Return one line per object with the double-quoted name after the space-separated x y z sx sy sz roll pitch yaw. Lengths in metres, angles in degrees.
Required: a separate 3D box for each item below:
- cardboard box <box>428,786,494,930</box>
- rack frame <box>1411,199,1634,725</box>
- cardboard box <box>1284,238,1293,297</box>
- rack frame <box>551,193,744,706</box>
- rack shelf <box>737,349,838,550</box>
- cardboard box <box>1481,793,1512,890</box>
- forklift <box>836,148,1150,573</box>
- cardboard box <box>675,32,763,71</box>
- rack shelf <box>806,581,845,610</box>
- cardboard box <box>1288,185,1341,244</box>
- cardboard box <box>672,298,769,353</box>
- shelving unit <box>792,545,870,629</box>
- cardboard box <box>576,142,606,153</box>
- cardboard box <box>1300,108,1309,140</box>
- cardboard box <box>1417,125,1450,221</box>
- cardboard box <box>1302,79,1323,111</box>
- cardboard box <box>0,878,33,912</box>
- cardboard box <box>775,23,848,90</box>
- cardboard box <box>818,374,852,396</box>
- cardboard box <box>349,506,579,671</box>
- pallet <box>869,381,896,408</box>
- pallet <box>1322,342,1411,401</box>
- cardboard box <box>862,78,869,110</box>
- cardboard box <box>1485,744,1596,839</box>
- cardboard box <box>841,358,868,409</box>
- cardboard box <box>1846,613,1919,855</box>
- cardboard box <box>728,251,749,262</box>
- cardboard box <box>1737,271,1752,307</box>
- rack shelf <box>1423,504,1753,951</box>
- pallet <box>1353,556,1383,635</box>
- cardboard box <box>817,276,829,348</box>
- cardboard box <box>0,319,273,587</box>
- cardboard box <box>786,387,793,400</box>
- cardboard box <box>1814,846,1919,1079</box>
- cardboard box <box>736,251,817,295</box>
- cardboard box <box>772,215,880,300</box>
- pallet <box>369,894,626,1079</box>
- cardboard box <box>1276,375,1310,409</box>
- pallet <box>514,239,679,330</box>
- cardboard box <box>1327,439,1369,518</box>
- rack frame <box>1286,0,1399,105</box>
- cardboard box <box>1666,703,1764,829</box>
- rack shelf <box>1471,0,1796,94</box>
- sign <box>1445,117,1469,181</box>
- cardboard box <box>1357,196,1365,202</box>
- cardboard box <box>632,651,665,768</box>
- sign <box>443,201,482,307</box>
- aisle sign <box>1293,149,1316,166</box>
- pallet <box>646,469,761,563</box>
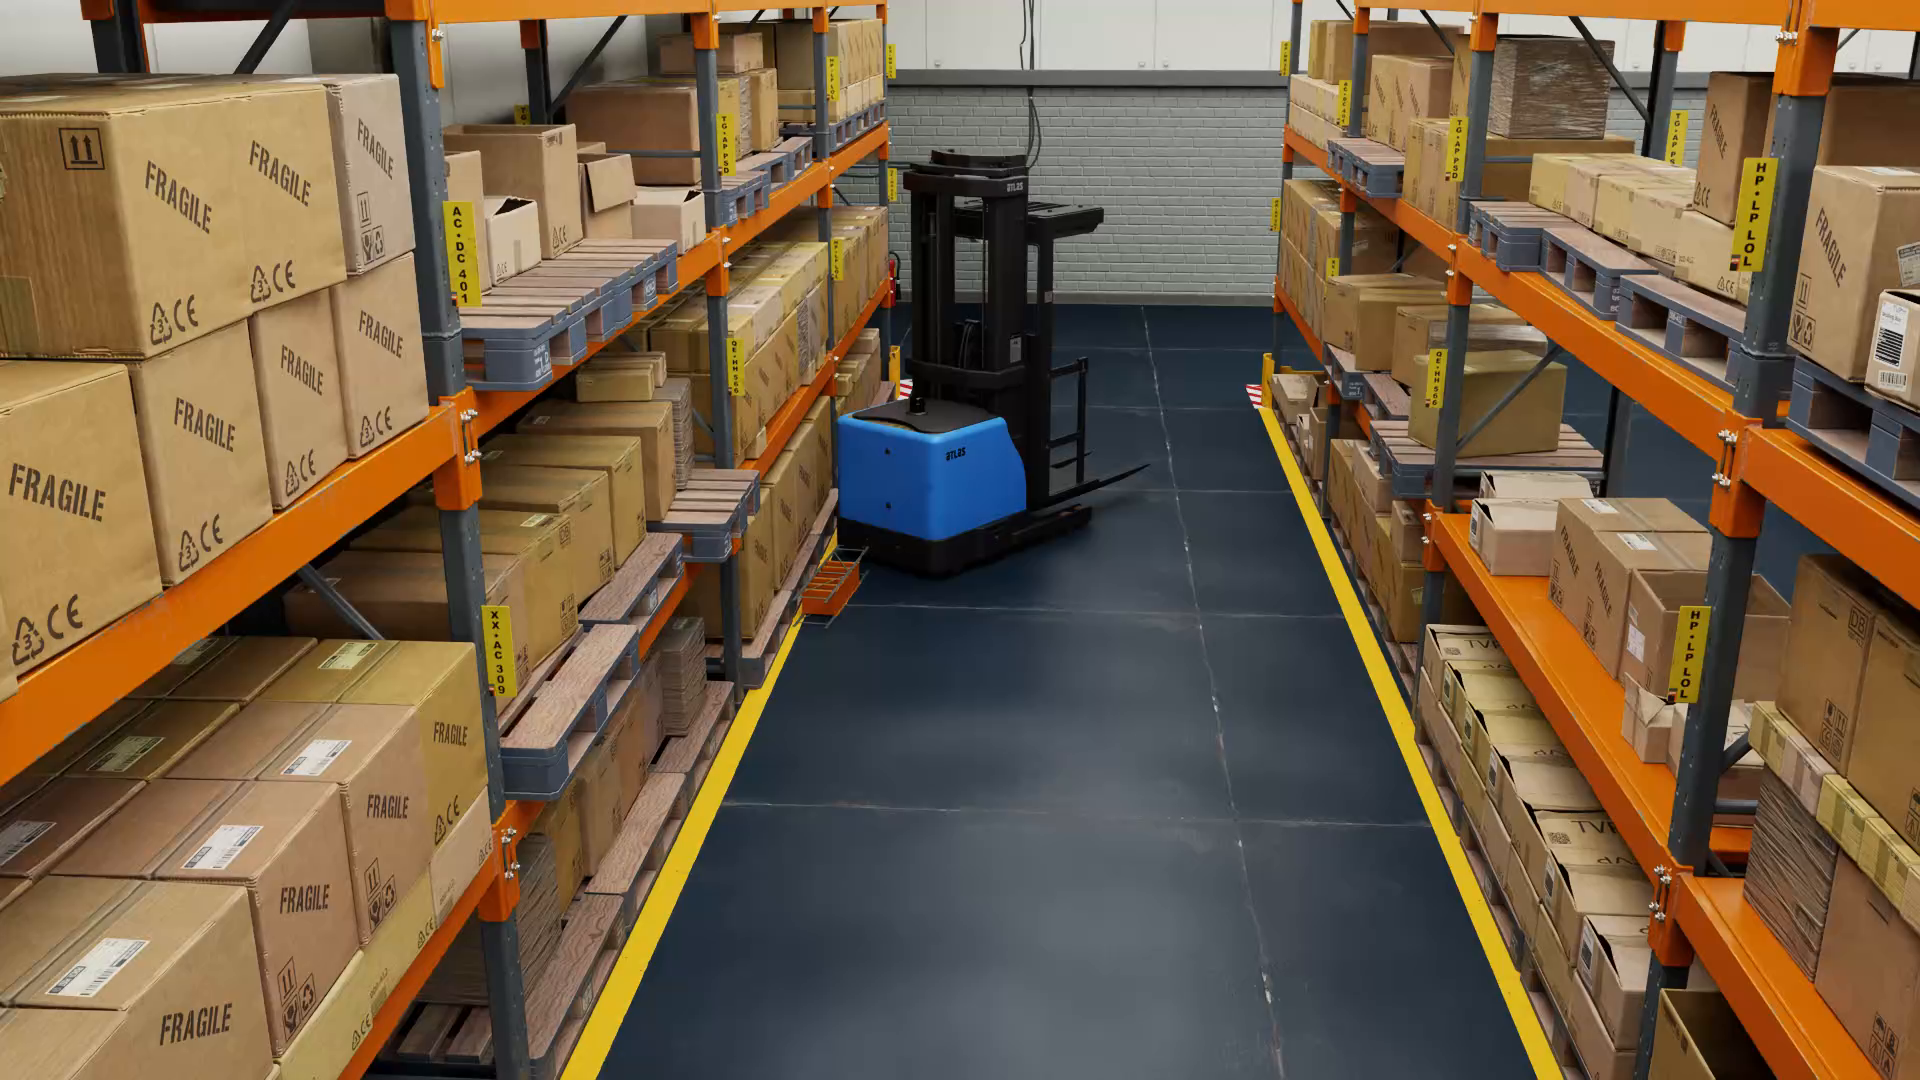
-1.821 0.992 5.288 0.500 0.250 0.500 1 18 4 "cardboard box"
3.139 -0.357 9.195 1.000 3.000 0.127 1 18 4 "rack frame"
3.386 -2.597 15.870 0.500 0.500 0.500 1 18 3 "cardboard box"
-1.802 -0.466 9.528 1.000 3.000 0.127 1 18 4 "rack frame"
-1.659 -0.745 11.536 1.077 0.370 4.000 1 18 4 "rack shelf"
2.705 1.383 7.625 0.500 0.250 0.500 2 18 5 "cardboard box"
0.400 -1.542 12.923 1.130 2.935 3.031 15 23 37 "forklift"
-1.709 -3.476 11.827 0.500 0.250 0.500 3 18 8 "cardboard box"
-0.929 0.375 11.467 0.258 0.180 0.103 3 18 10 "rack shelf"
3.388 -3.070 15.707 0.500 0.500 0.500 1 18 4 "cardboard box"
-1.475 -1.323 10.269 0.500 0.250 0.500 1 18 3 "cardboard box"
-0.892 0.315 11.649 0.258 0.189 1.200 3 18 10 "shelving unit"
-2.083 -1.730 8.376 0.500 0.500 0.500 1 18 4 "cardboard box"
3.339 -3.731 14.917 0.500 0.250 0.500 1 18 4 "cardboard box"
3.173 -2.124 9.611 0.910 0.500 0.500 1 18 4 "cardboard box"
3.344 -3.969 14.839 0.500 0.250 0.500 1 18 4 "cardboard box"
-2.439 1.100 3.755 0.500 0.500 0.500 2 18 5 "cardboard box"
-1.185 -3.881 13.335 0.500 0.500 0.500 1 18 3 "cardboard box"
-1.153 -1.361 14.557 0.380 0.149 0.250 2 18 6 "cardboard box"
-1.971 0.189 6.662 0.700 0.500 0.500 3 18 10 "cardboard box"
-1.208 -1.376 16.782 1.003 0.211 1.213 1 18 4 "pallet"
3.260 -1.262 12.266 1.003 0.211 1.213 1 18 4 "pallet"
-1.085 -3.995 14.887 0.500 0.250 0.500 1 18 2 "cardboard box"
2.704 1.121 7.525 0.500 0.311 0.500 1 18 3 "cardboard box"
-1.250 -1.431 15.814 0.700 0.500 0.500 1 18 2 "cardboard box"
2.792 0.516 4.286 0.700 0.500 0.500 1 18 4 "cardboard box"
-1.839 -1.964 12.224 0.500 0.250 0.500 1 18 5 "cardboard box"
2.906 -0.859 5.477 0.500 0.250 0.500 3 18 10 "cardboard box"
2.996 0.606 7.411 1.077 0.370 4.000 1 18 4 "rack shelf"
3.320 0.359 11.487 1.003 0.211 1.213 1 18 4 "pallet"
-1.297 -1.758 12.800 0.500 0.500 0.500 1 18 3 "cardboard box"
-1.930 -0.214 3.750 0.500 0.500 0.500 1 18 2 "cardboard box"
-1.392 -1.094 11.815 0.380 0.149 0.250 1 18 2 "cardboard box"
2.795 1.140 4.466 0.700 0.500 0.500 1 18 3 "cardboard box"
-1.340 -1.954 12.194 0.500 0.250 0.500 2 18 5 "cardboard box"
-1.296 -2.709 15.890 0.980 0.700 0.700 1 18 3 "cardboard box"
-2.035 1.859 6.909 1.003 0.211 1.213 1 18 4 "pallet"
3.355 -1.426 16.167 0.500 0.250 0.500 1 18 4 "cardboard box"
-1.867 -1.072 6.860 1.213 0.211 1.003 1 18 4 "pallet"
3.148 -0.475 12.865 0.500 0.500 0.500 0 18 1 "cardboard box"
3.712 -5.692 15.843 1.000 3.000 0.127 1 18 4 "rack frame"
2.844 0.803 5.896 0.500 0.250 0.500 2 18 7 "cardboard box"
2.996 -2.055 6.539 1.077 0.370 4.000 1 18 4 "rack shelf"
2.598 -2.041 8.686 0.100 0.325 0.005 1 18 4 "sign"
3.887 -2.902 15.195 0.500 0.500 0.500 2 18 5 "cardboard box"
-1.955 0.895 8.683 0.700 0.500 0.500 1 18 4 "cardboard box"
-1.547 -0.885 5.160 0.100 0.325 0.005 1 18 4 "sign"
3.424 -4.105 16.457 0.394 0.787 0.004 1 18 4 "aisle sign"
-1.747 -0.151 8.876 1.213 0.211 1.003 1 18 4 "pallet"
